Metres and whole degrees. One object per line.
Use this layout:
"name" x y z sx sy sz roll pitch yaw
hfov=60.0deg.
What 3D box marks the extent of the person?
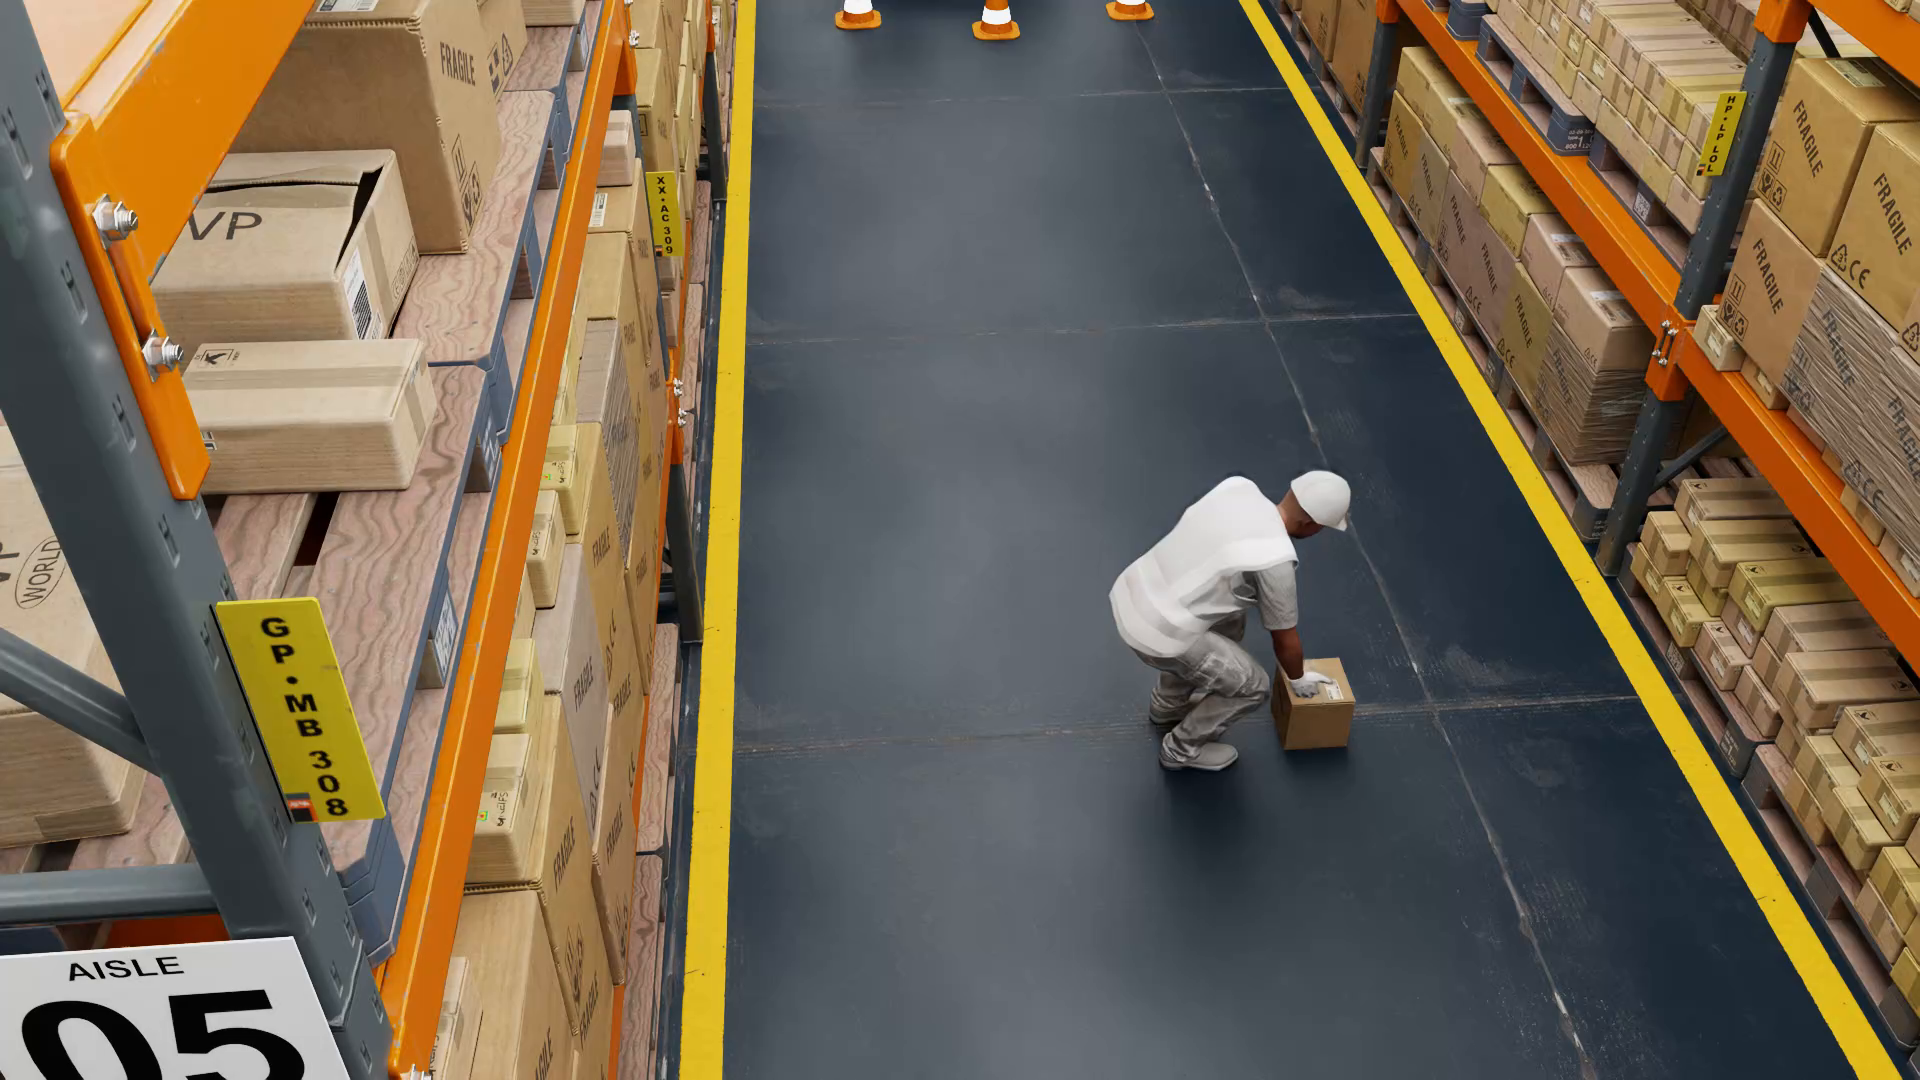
"person" 0.982 0.269 6.249 0.845 1.227 0.603 -3 39 -4
